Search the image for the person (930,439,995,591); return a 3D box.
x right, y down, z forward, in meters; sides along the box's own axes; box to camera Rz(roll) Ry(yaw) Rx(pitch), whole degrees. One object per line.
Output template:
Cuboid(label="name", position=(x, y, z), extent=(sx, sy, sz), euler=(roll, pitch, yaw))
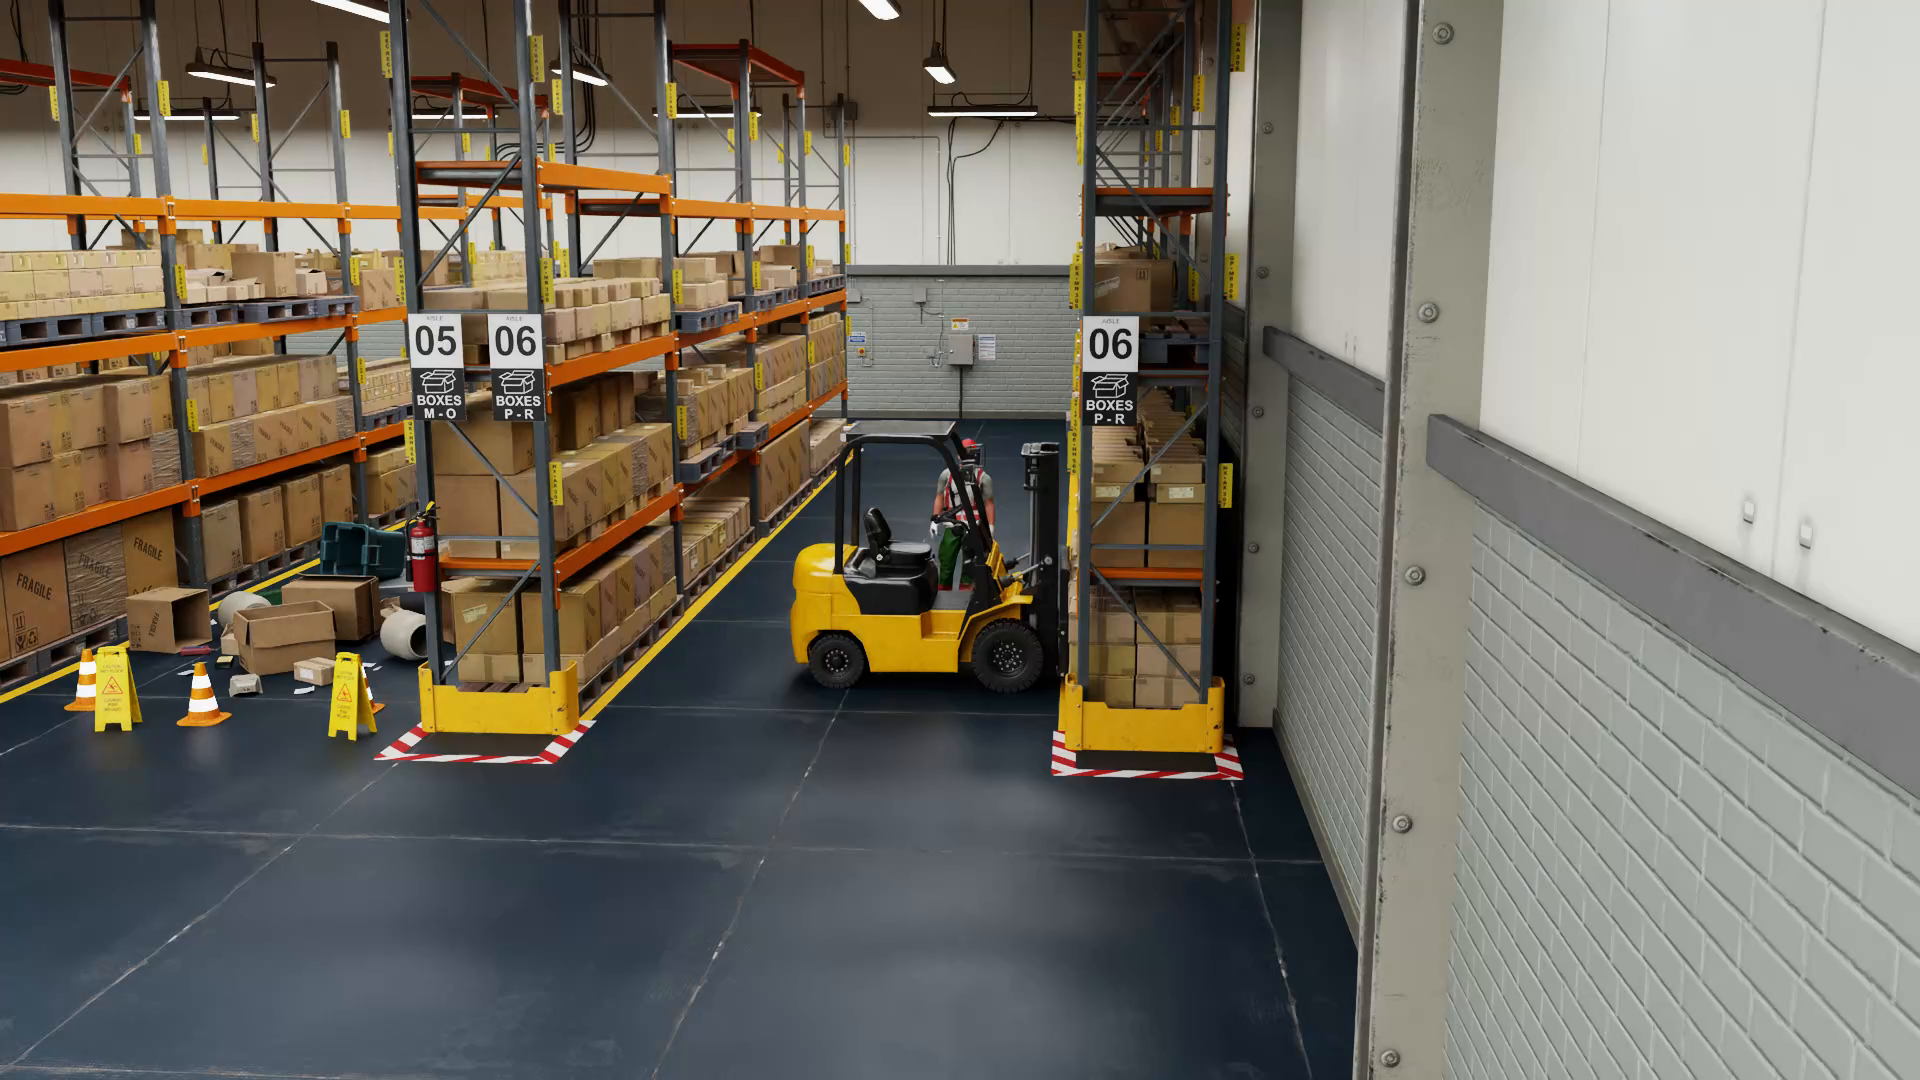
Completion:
Cuboid(label="person", position=(0.021, -0.089, 16.283), extent=(0.638, 1.787, 0.565), euler=(1, 11, 4))
